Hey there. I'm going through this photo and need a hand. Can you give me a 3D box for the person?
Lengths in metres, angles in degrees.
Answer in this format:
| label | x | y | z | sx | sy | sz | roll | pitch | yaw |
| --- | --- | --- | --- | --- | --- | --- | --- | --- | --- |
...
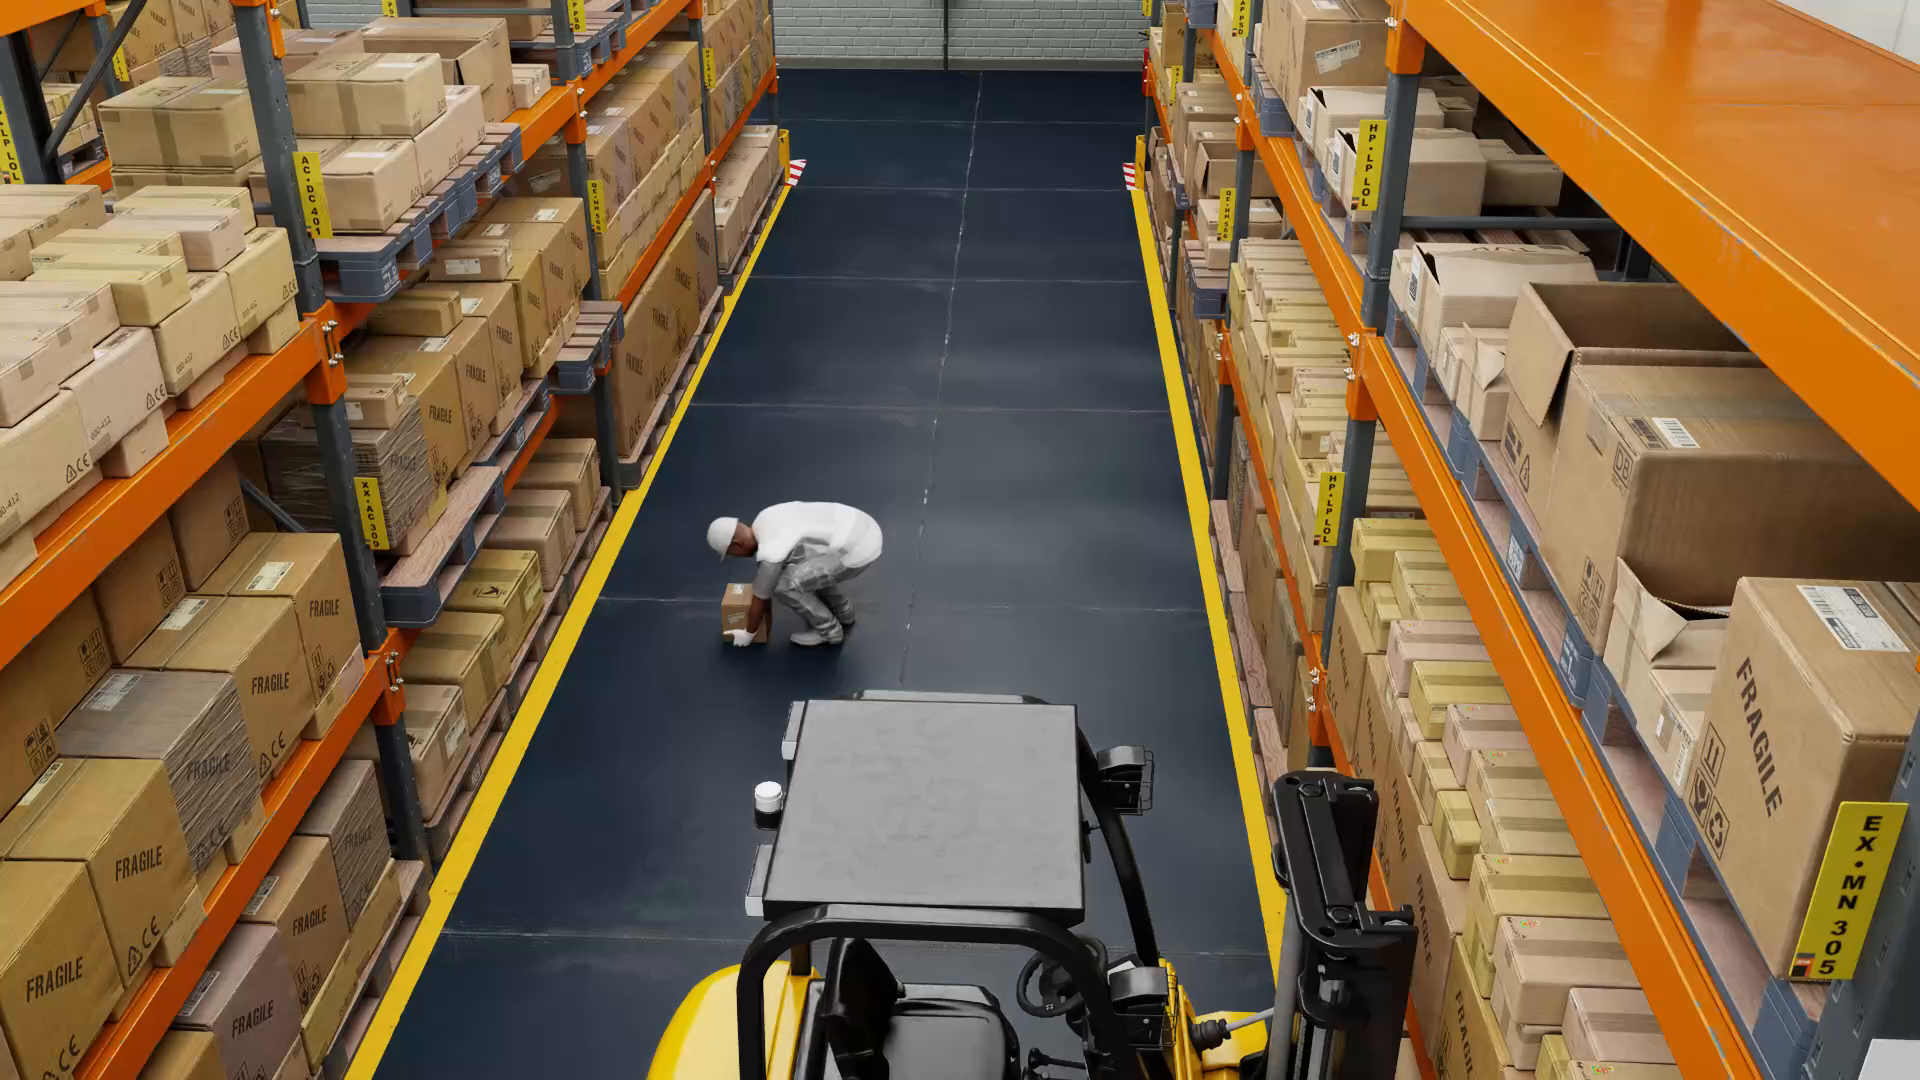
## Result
| label | x | y | z | sx | sy | sz | roll | pitch | yaw |
| --- | --- | --- | --- | --- | --- | --- | --- | --- | --- |
| person | -0.935 | 0.196 | 9.531 | 0.988 | 0.833 | 0.551 | 0 | 28 | 0 |
